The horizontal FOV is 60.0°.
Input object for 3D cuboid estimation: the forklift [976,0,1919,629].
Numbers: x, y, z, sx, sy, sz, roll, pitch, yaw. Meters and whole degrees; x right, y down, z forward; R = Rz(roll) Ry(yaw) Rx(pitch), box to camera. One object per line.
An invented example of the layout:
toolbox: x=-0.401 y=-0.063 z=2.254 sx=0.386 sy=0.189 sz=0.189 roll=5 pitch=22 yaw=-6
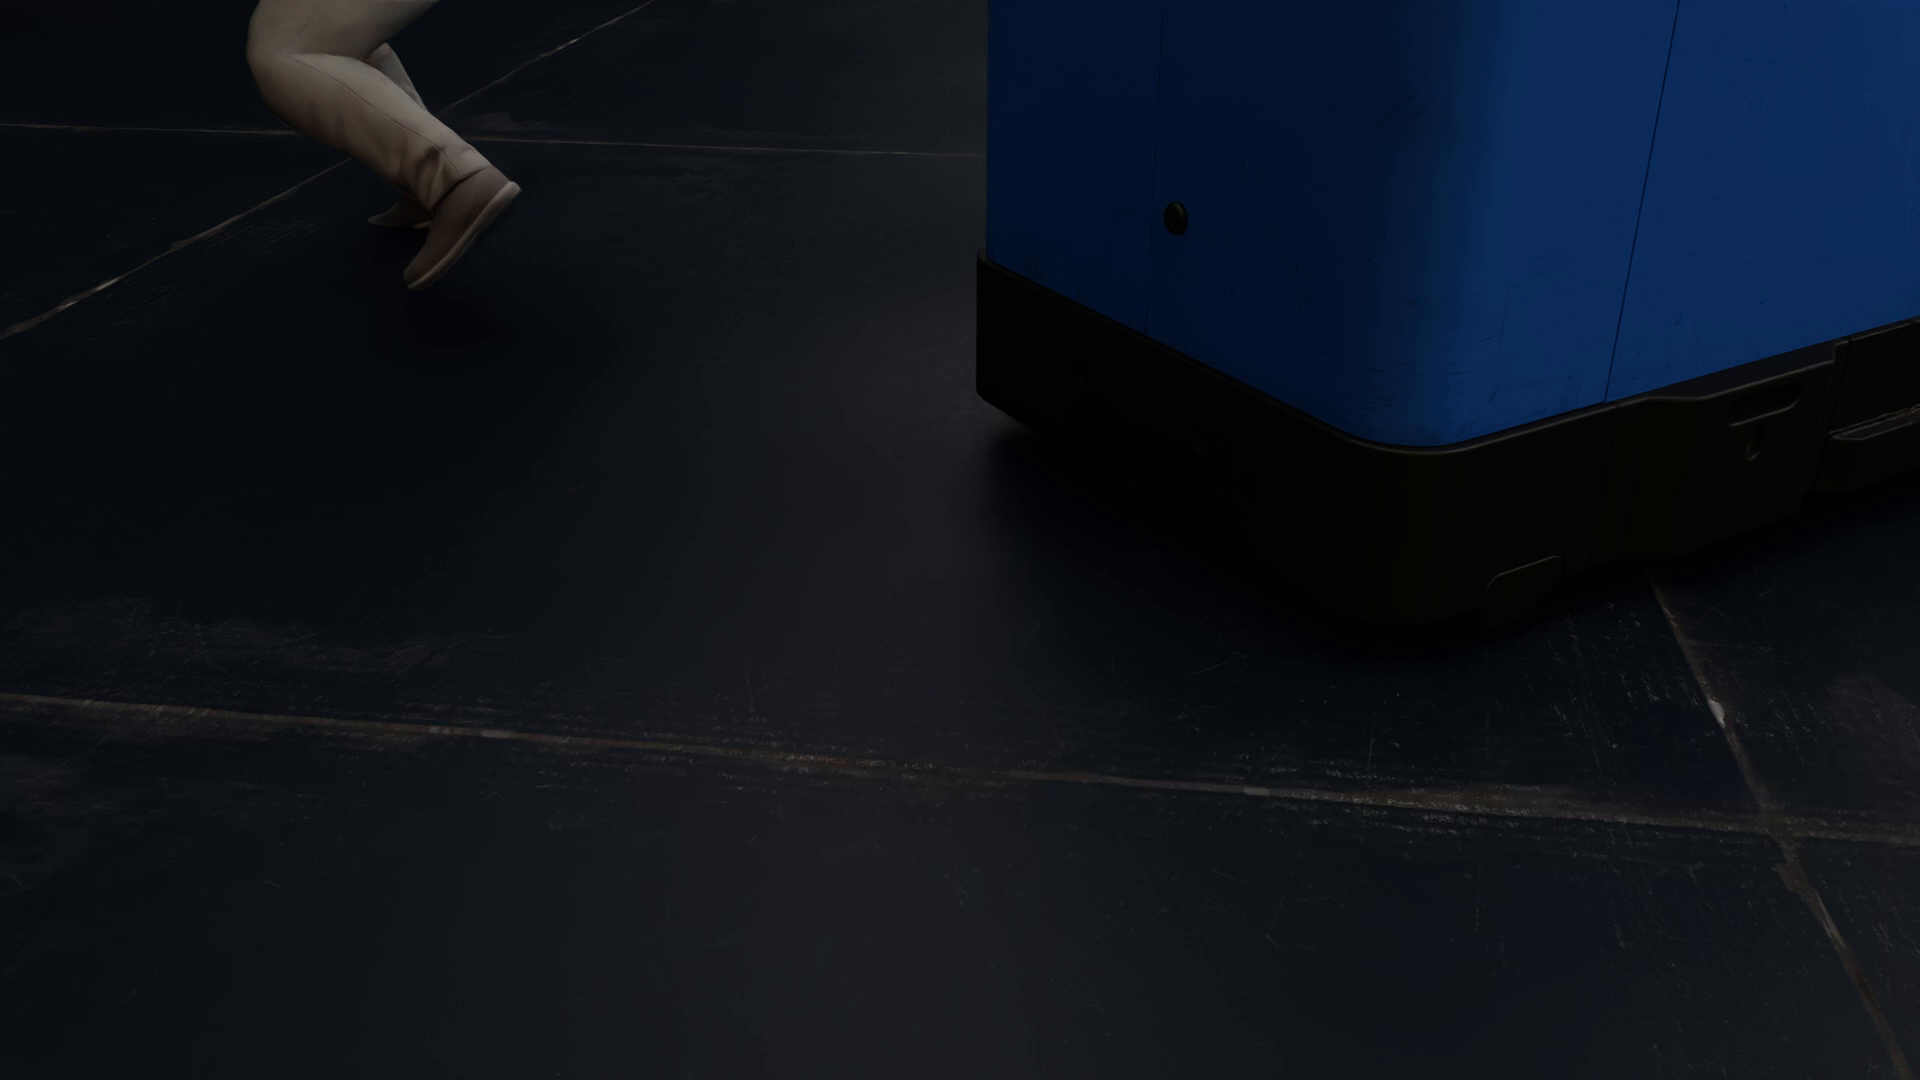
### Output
forklift: x=1.558 y=-1.667 z=2.557 sx=3.031 sy=2.935 sz=1.130 roll=-15 pitch=30 yaw=-27

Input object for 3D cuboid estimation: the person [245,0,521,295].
person: x=-1.189 y=-1.353 z=3.490 sx=0.471 sy=1.641 sz=1.141 roll=-4 pitch=27 yaw=-8
